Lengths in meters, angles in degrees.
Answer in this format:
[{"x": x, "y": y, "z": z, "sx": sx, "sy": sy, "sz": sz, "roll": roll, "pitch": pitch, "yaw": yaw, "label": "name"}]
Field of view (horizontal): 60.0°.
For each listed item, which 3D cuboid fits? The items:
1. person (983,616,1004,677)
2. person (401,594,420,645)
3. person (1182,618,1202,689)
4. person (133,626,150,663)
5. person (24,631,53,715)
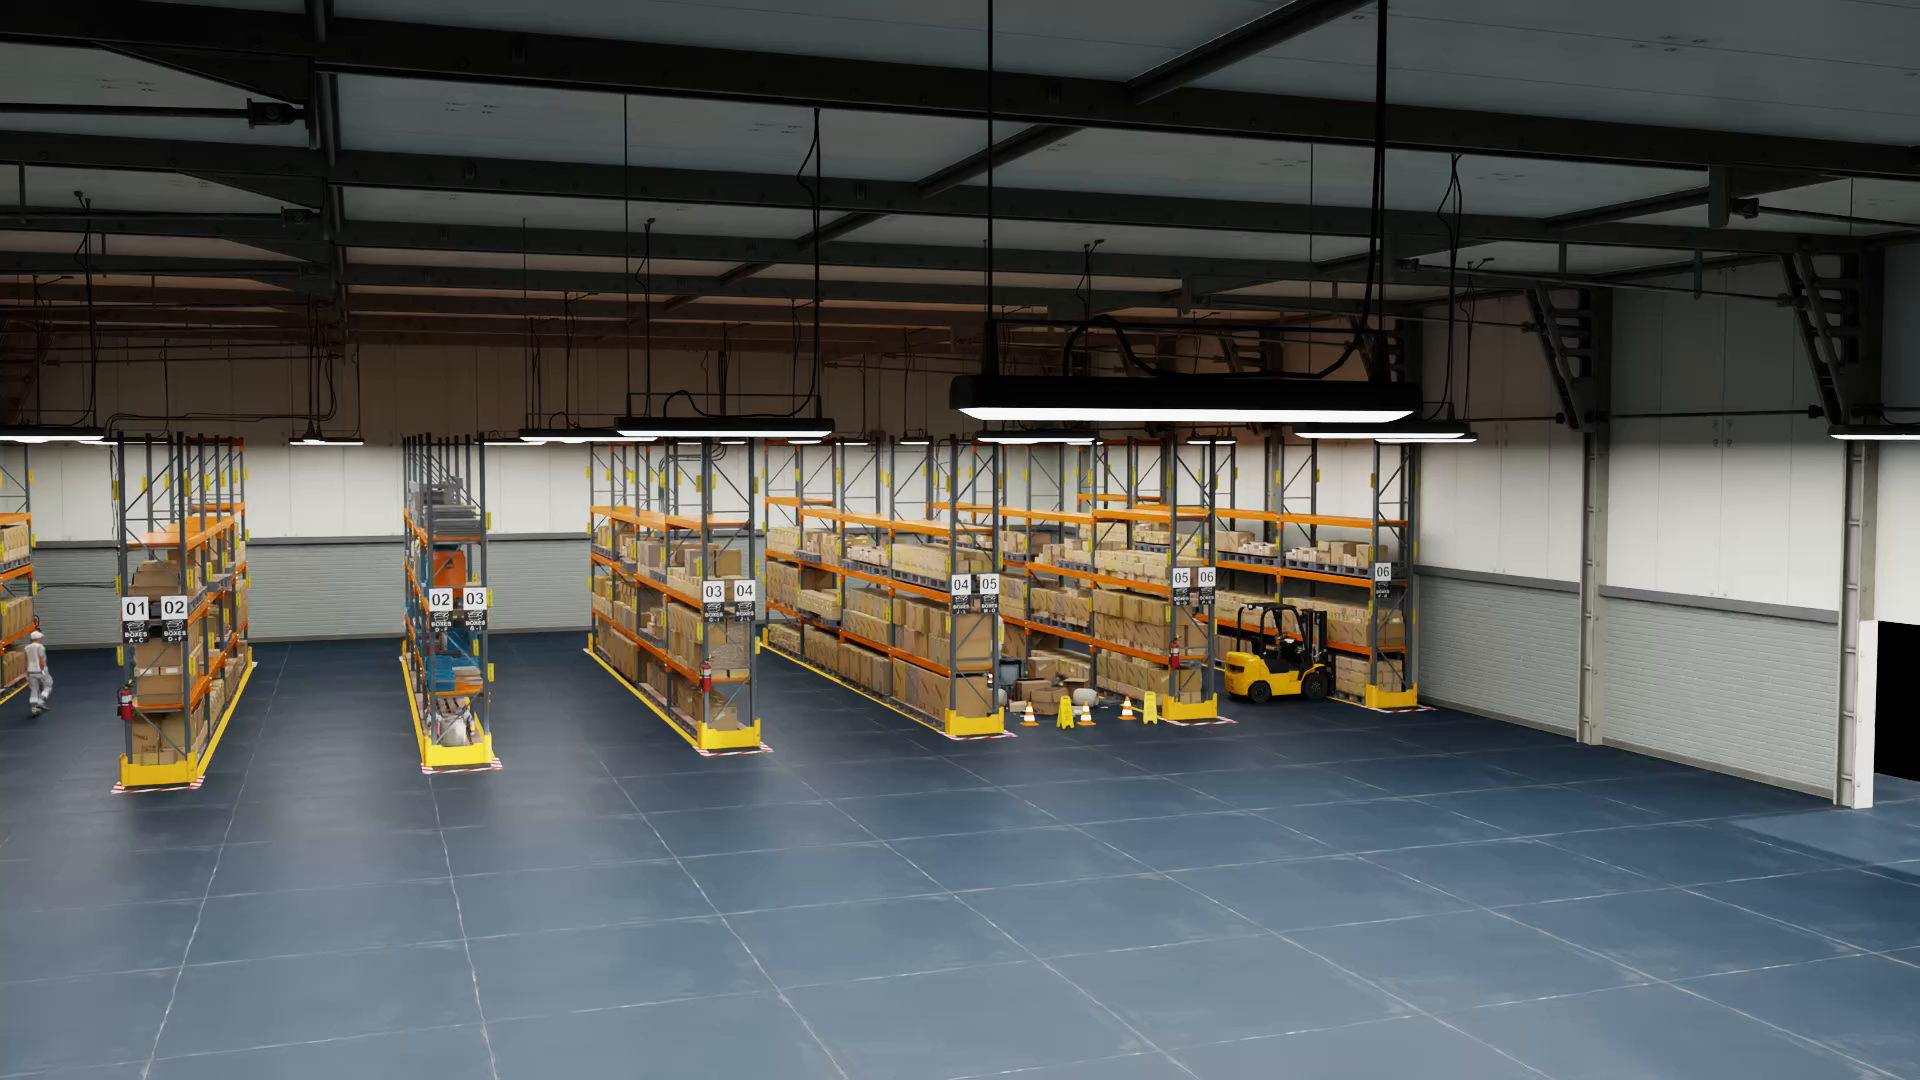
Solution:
[{"x": 0.863, "y": 2.556, "z": 41.437, "sx": 0.623, "sy": 1.812, "sz": 0.595, "roll": -2, "pitch": 4, "yaw": -34, "label": "person"}, {"x": -15.198, "y": 2.264, "z": 46.554, "sx": 1.003, "sy": 1.759, "sz": 0.583, "roll": 0, "pitch": 3, "yaw": 6, "label": "person"}, {"x": 5.554, "y": 2.693, "z": 39.743, "sx": 0.649, "sy": 1.663, "sz": 0.745, "roll": -1, "pitch": 3, "yaw": -19, "label": "person"}, {"x": -21.622, "y": 2.419, "z": 43.963, "sx": 0.442, "sy": 1.747, "sz": 0.574, "roll": -1, "pitch": 3, "yaw": -20, "label": "person"}, {"x": -19.800, "y": 2.846, "z": 35.657, "sx": 0.561, "sy": 1.776, "sz": 0.483, "roll": 0, "pitch": 3, "yaw": -1, "label": "person"}]
